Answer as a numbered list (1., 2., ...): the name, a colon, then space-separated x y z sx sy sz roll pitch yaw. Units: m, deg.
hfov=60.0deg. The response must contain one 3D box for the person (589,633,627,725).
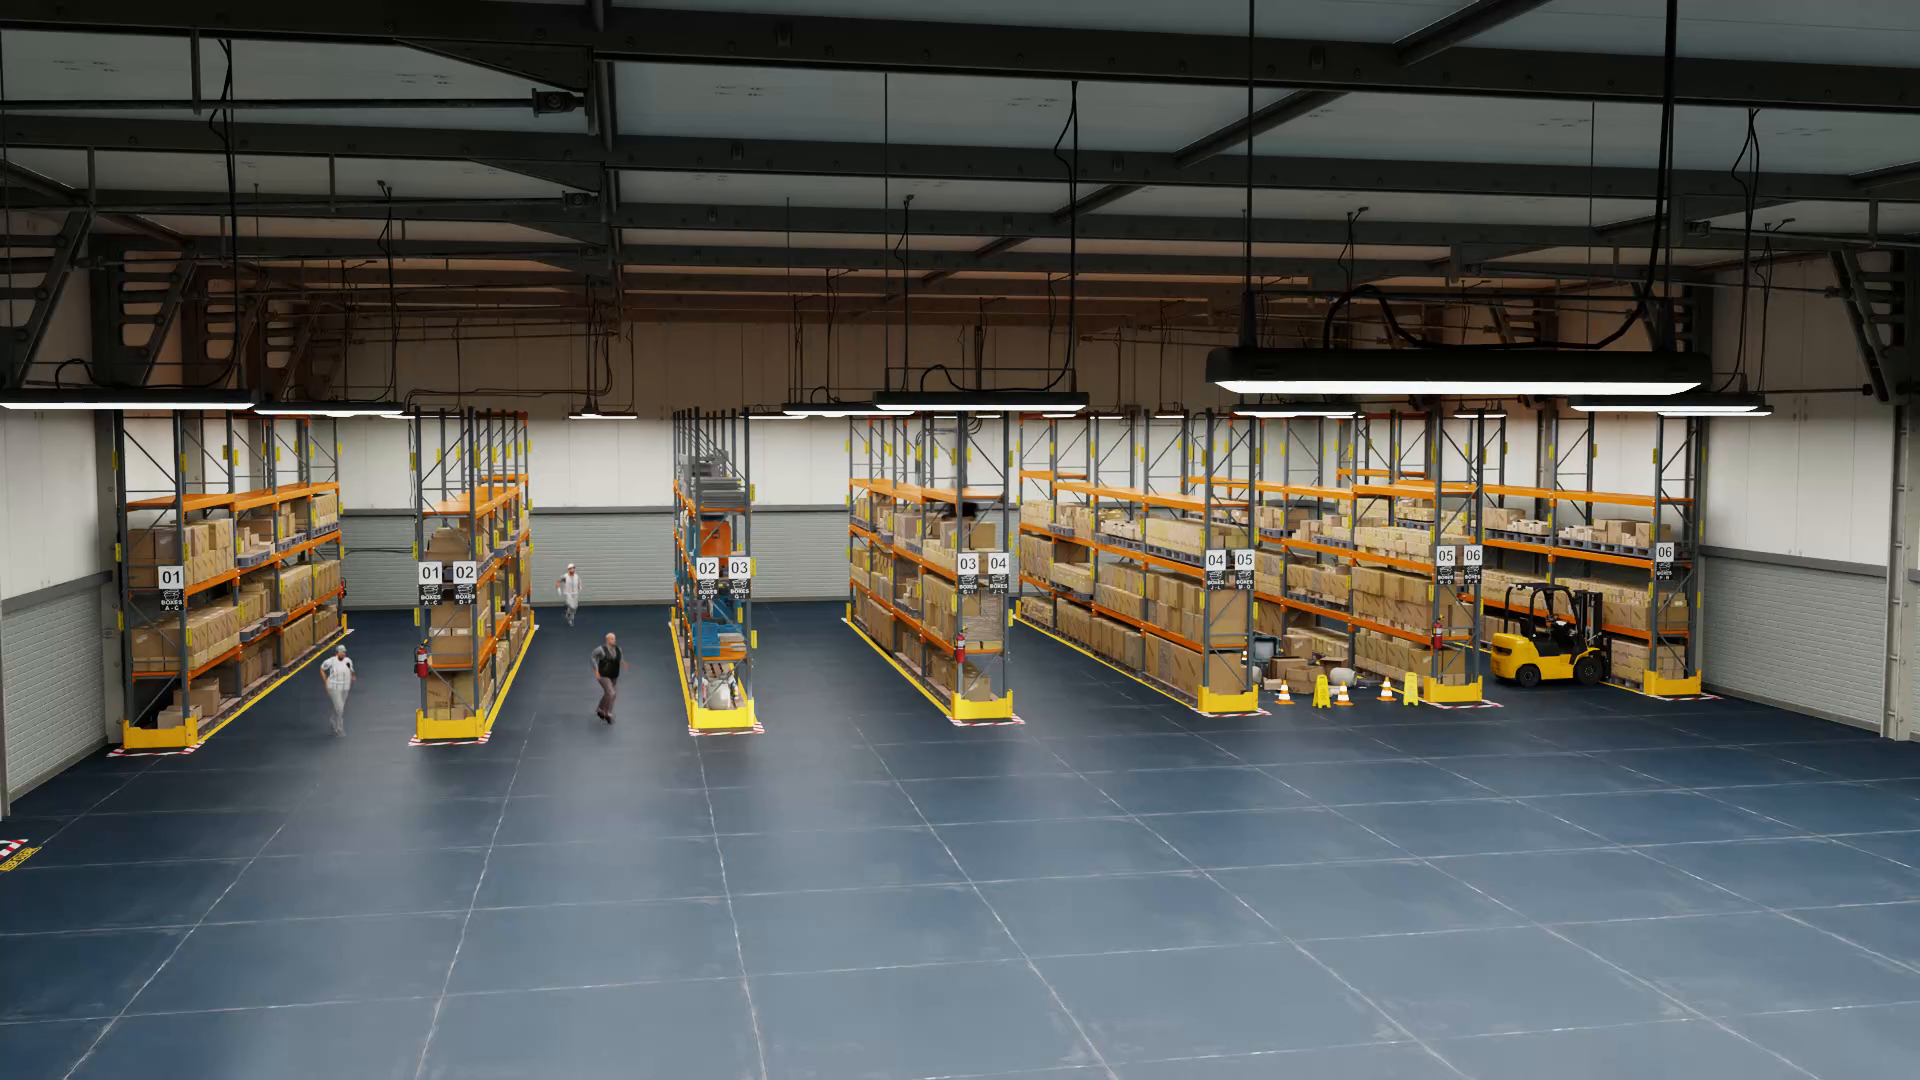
1. person: -6.674 2.645 31.587 0.874 1.772 0.595 3 5 38

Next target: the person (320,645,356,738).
1. person: -11.338 2.759 30.364 0.840 1.721 0.537 3 5 37

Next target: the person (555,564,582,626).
1. person: -10.846 1.542 46.335 0.683 1.746 0.721 -3 5 -39

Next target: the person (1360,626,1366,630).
1. person: 10.303 1.865 41.860 0.711 1.750 0.885 -1 4 -15
